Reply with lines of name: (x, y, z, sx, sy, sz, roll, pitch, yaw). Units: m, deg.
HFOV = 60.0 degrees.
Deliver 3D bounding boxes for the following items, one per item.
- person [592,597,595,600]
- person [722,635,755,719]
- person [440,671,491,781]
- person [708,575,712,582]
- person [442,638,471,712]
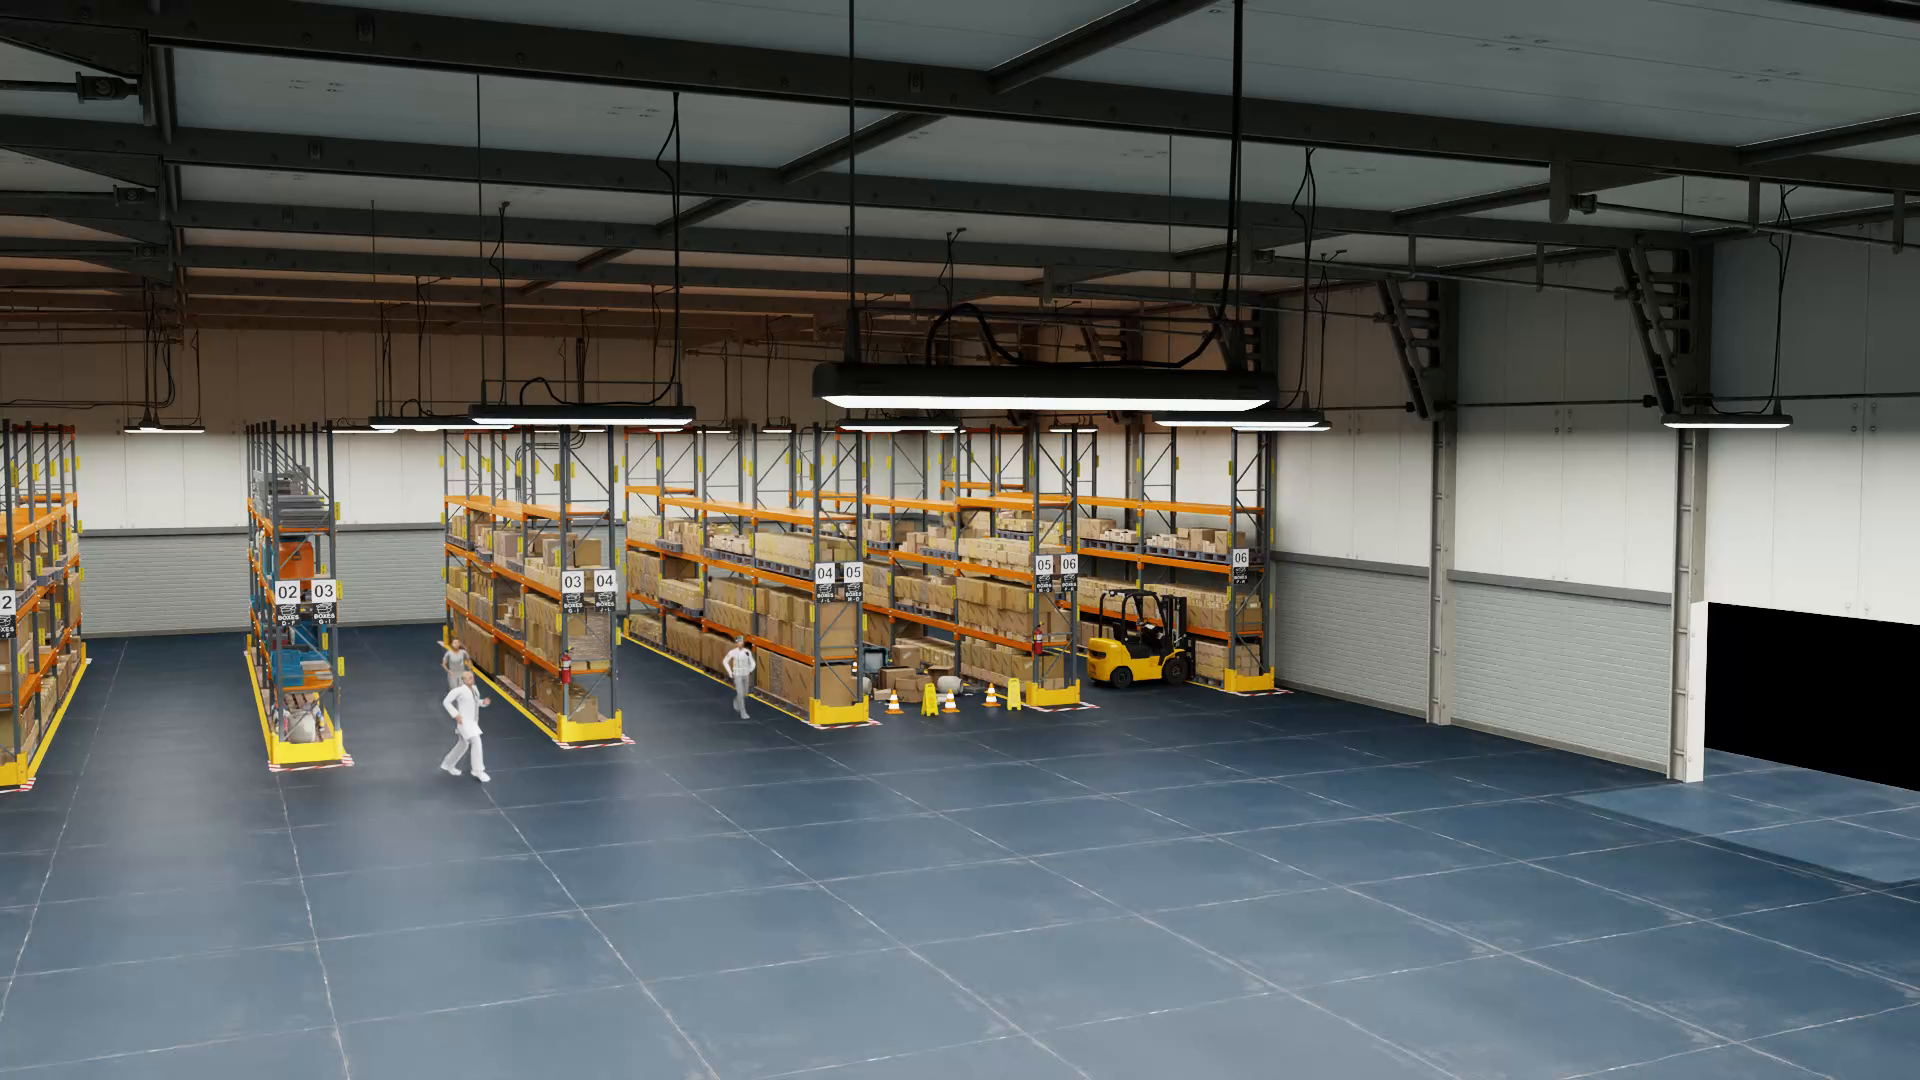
person: (-10.383, 1.878, 48.296, 0.660, 1.686, 0.720, -3, 5, -41)
person: (-4.469, 2.761, 33.813, 0.642, 1.671, 0.837, -2, 4, -31)
person: (-8.249, 3.101, 27.781, 0.913, 1.839, 0.673, 0, 4, 7)
person: (-7.249, 1.873, 48.050, 0.554, 1.711, 0.844, -3, 4, -36)
person: (-10.254, 2.763, 33.908, 0.596, 1.569, 0.588, -2, 4, -28)
